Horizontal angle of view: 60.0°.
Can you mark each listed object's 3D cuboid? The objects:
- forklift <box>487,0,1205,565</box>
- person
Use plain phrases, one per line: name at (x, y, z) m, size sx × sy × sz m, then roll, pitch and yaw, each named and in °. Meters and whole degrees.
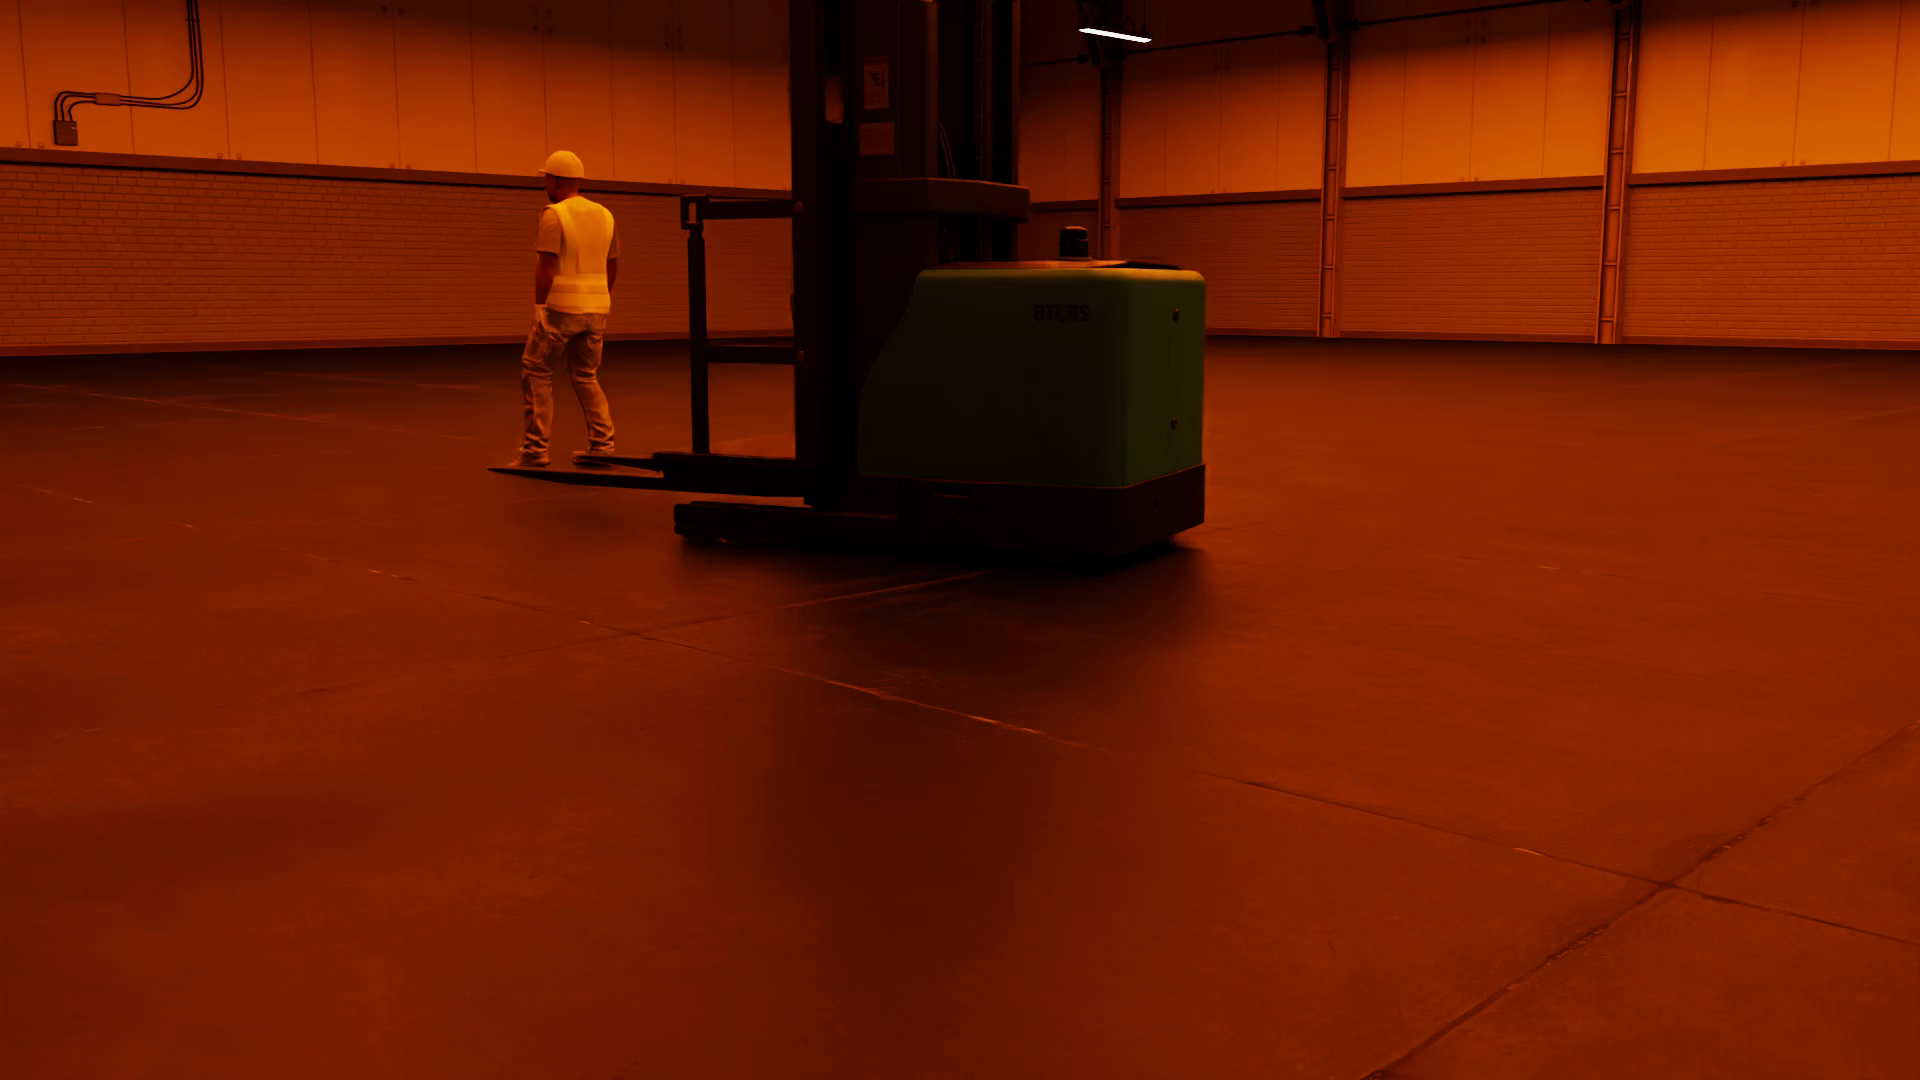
forklift at (-0.572, -1.488, 6.754) m, size 3.031 × 2.935 × 1.130 m, roll 4°, pitch 10°, yaw 26°
person at (-2.270, -1.284, 9.466) m, size 0.523 × 1.816 × 0.645 m, roll 5°, pitch 10°, yaw 31°
